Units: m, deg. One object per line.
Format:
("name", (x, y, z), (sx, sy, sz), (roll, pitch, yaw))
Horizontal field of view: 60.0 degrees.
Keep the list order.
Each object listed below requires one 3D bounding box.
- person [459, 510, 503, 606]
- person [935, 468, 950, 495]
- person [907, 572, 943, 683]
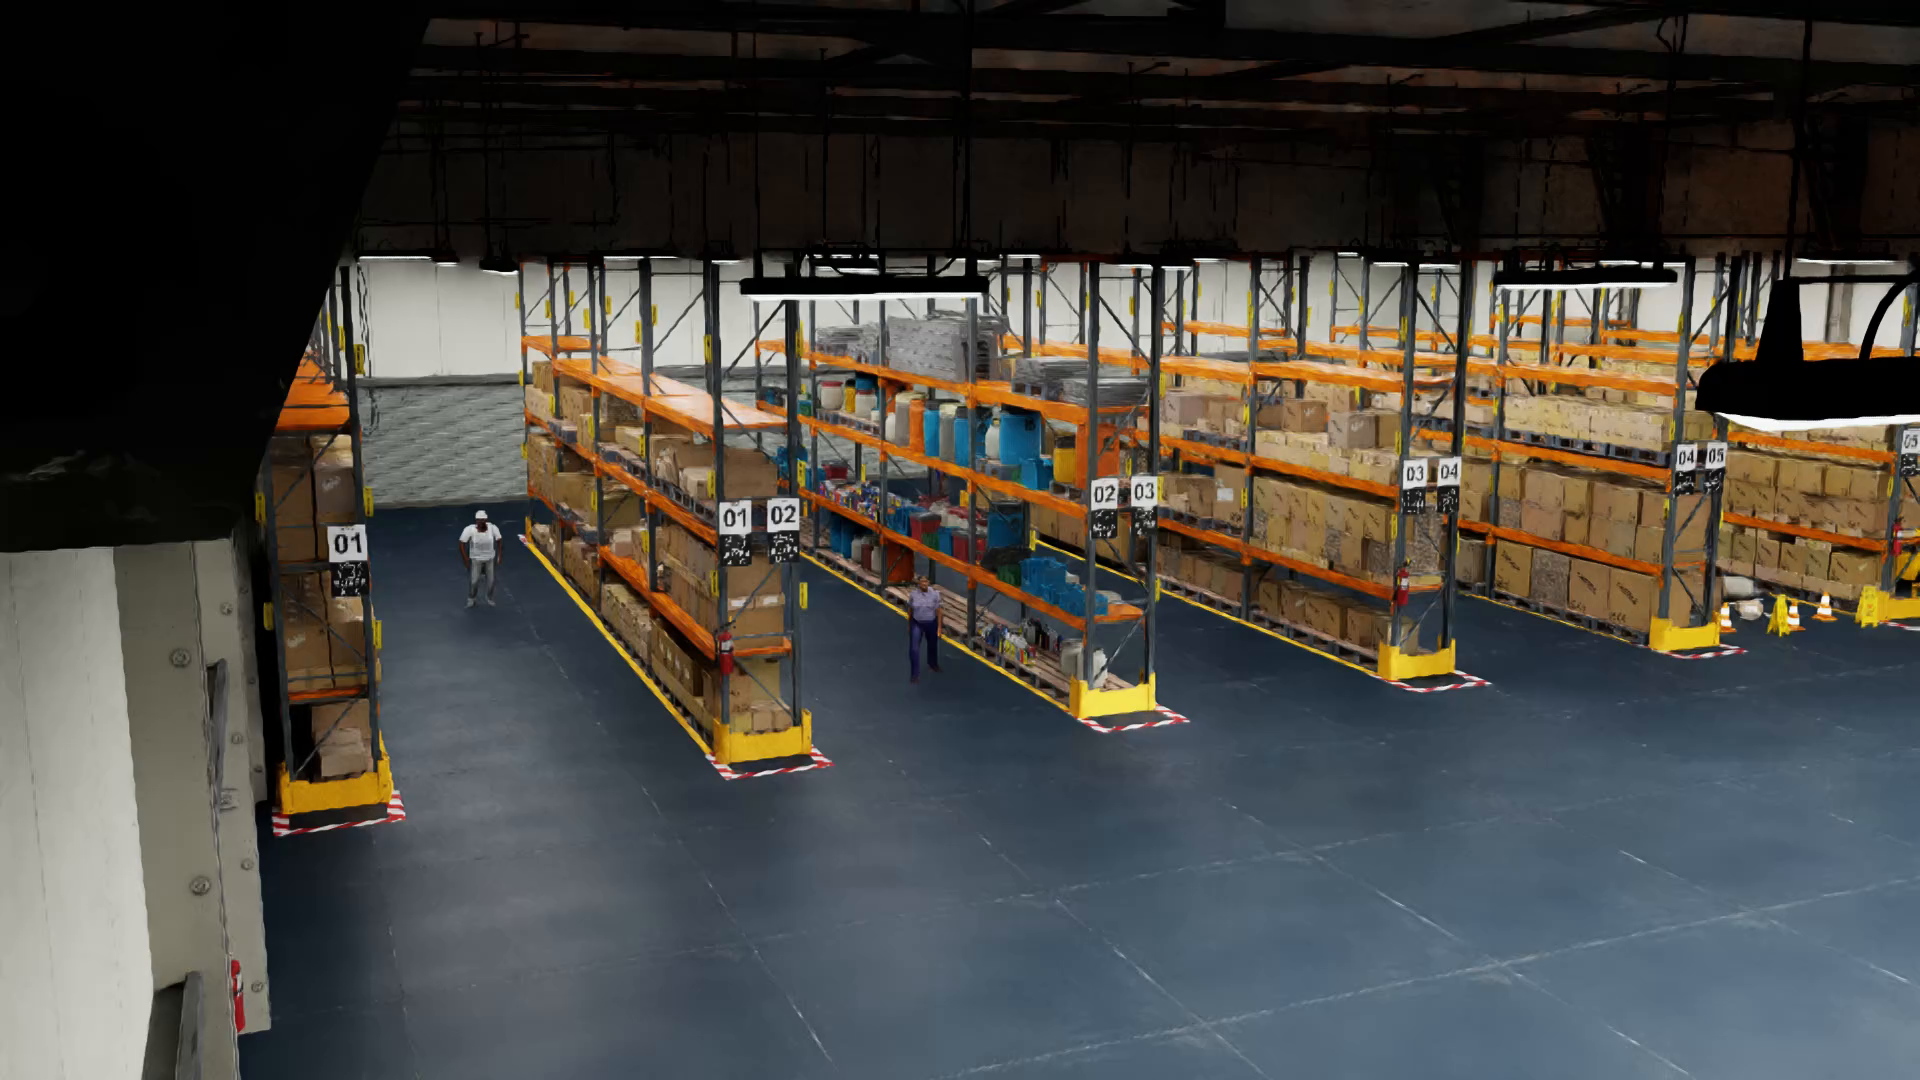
("person", (-8.229, 0.313, 28.614), (0.719, 1.714, 0.578), (-5, 11, -24))
("person", (-0.428, -1.219, 37.042), (0.465, 1.662, 0.498), (1, 10, 8))
("person", (-0.499, 1.222, 23.953), (0.524, 1.584, 0.945), (0, 10, -1))
